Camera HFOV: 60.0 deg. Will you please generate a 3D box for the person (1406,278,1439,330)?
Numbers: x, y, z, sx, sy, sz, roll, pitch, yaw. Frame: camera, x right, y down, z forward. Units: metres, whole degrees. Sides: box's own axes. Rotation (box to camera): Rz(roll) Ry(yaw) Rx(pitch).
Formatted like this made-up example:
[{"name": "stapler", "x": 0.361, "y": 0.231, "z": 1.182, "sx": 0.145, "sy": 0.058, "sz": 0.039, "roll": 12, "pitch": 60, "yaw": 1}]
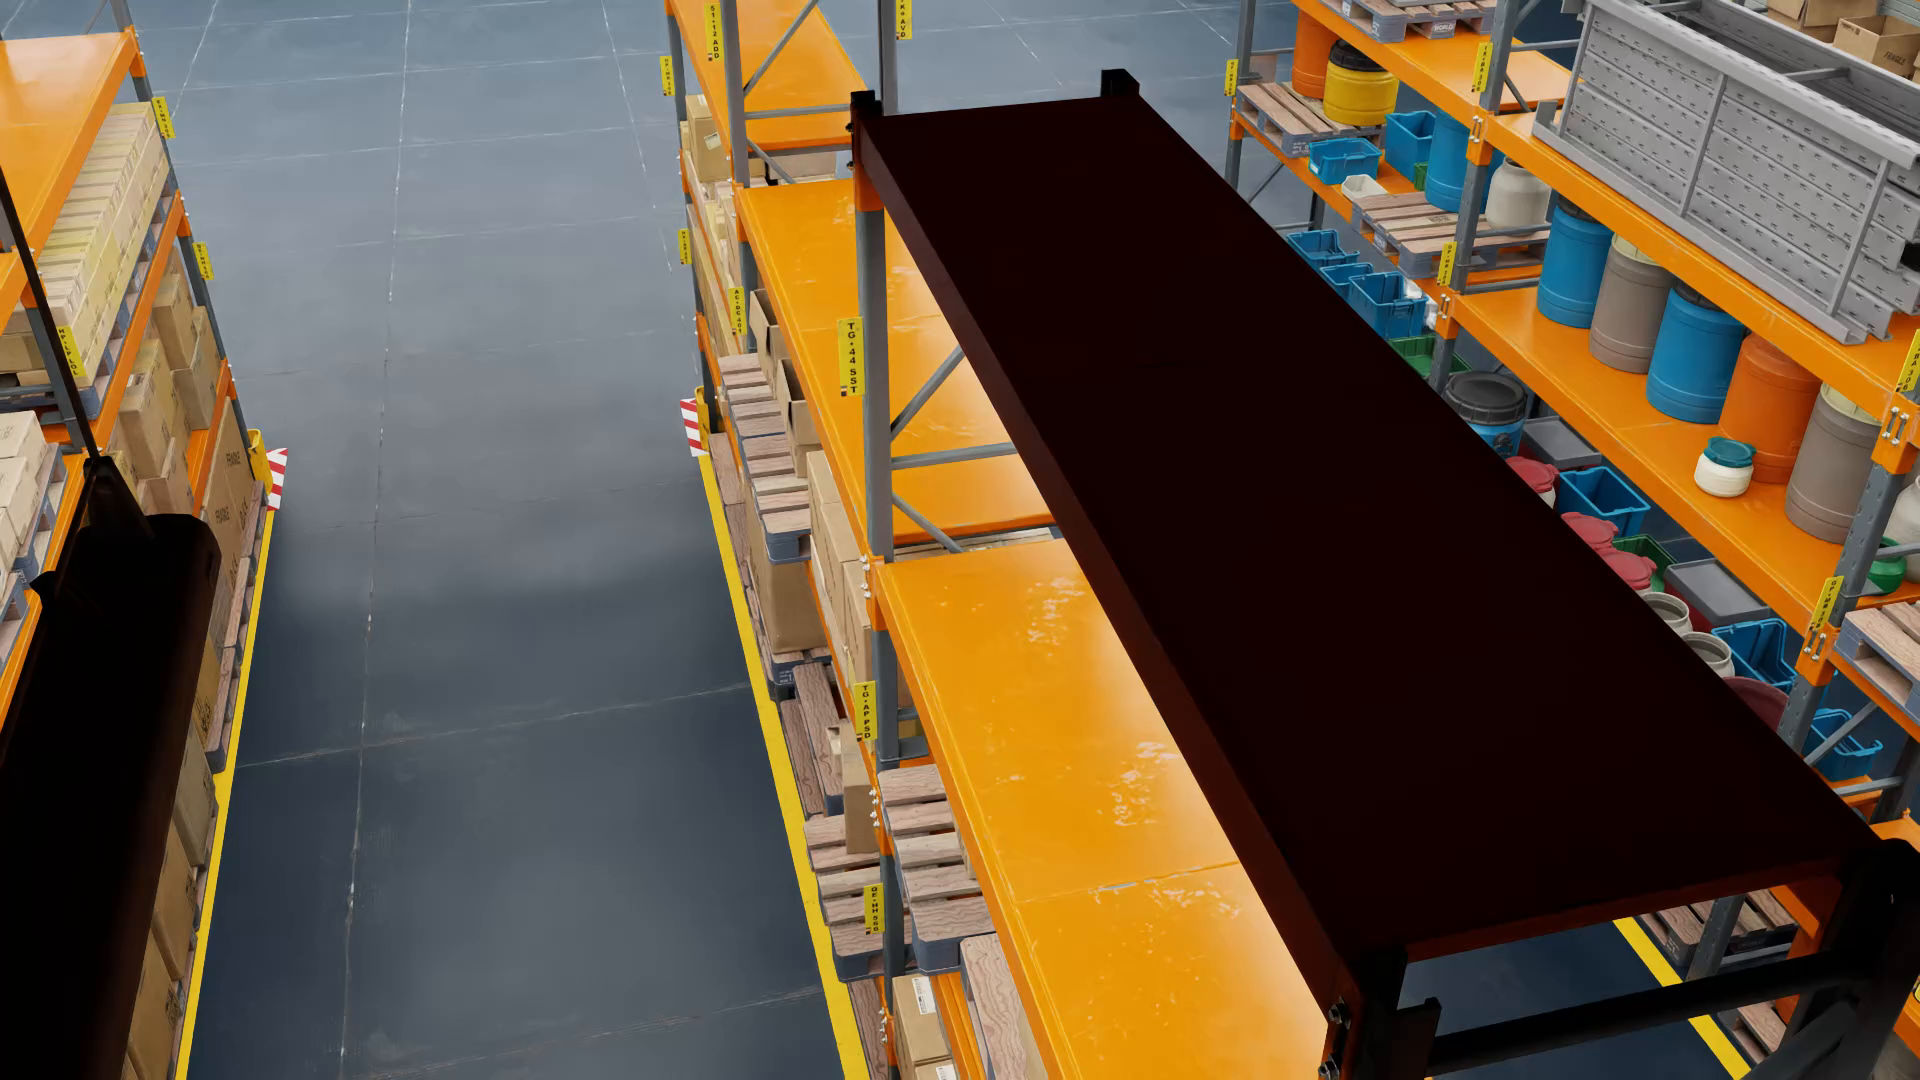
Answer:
[{"name": "person", "x": 4.764, "y": -2.983, "z": 16.924, "sx": 0.616, "sy": 1.822, "sz": 0.656, "roll": -8, "pitch": 35, "yaw": -12}]
